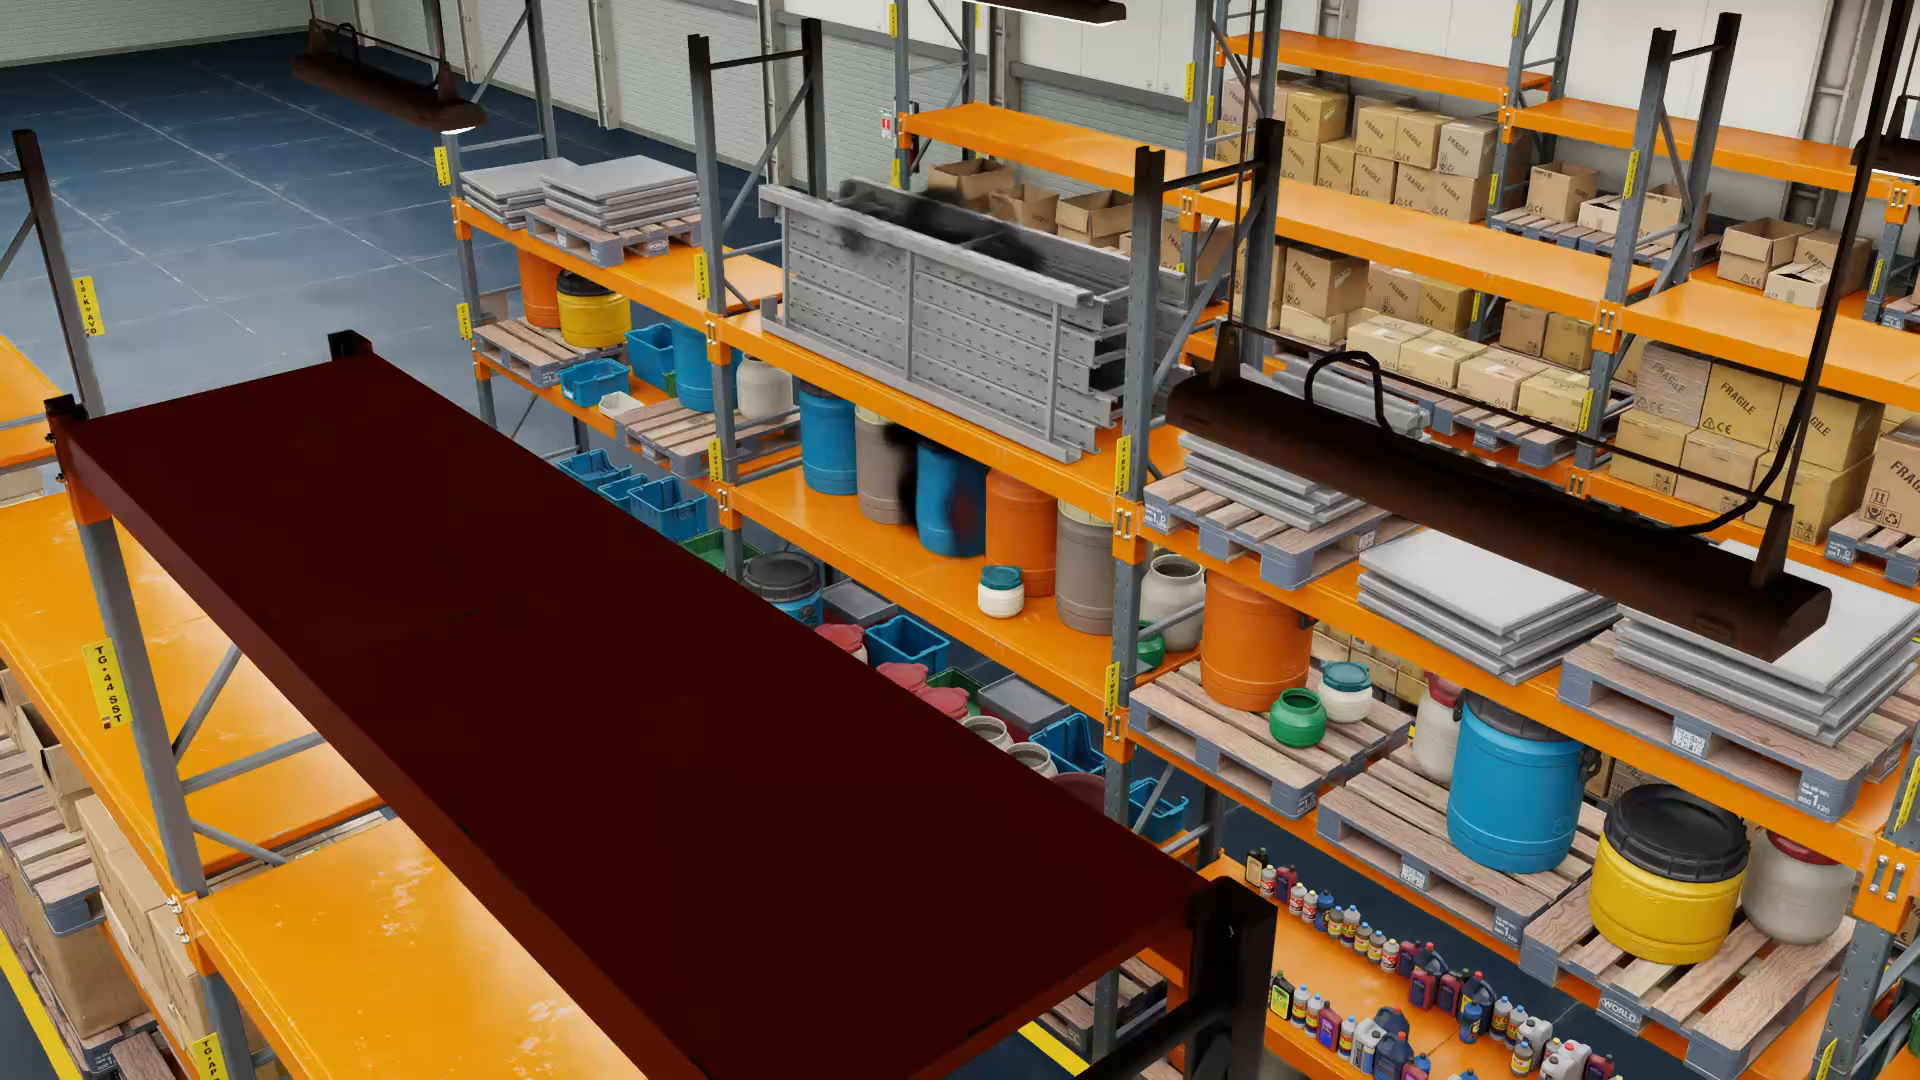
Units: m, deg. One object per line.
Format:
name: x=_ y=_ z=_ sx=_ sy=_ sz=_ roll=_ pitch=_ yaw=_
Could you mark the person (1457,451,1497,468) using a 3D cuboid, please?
person: x=5.131 y=-0.460 z=16.495 sx=0.901 sy=1.804 sz=0.667 roll=22 pitch=34 yaw=36
